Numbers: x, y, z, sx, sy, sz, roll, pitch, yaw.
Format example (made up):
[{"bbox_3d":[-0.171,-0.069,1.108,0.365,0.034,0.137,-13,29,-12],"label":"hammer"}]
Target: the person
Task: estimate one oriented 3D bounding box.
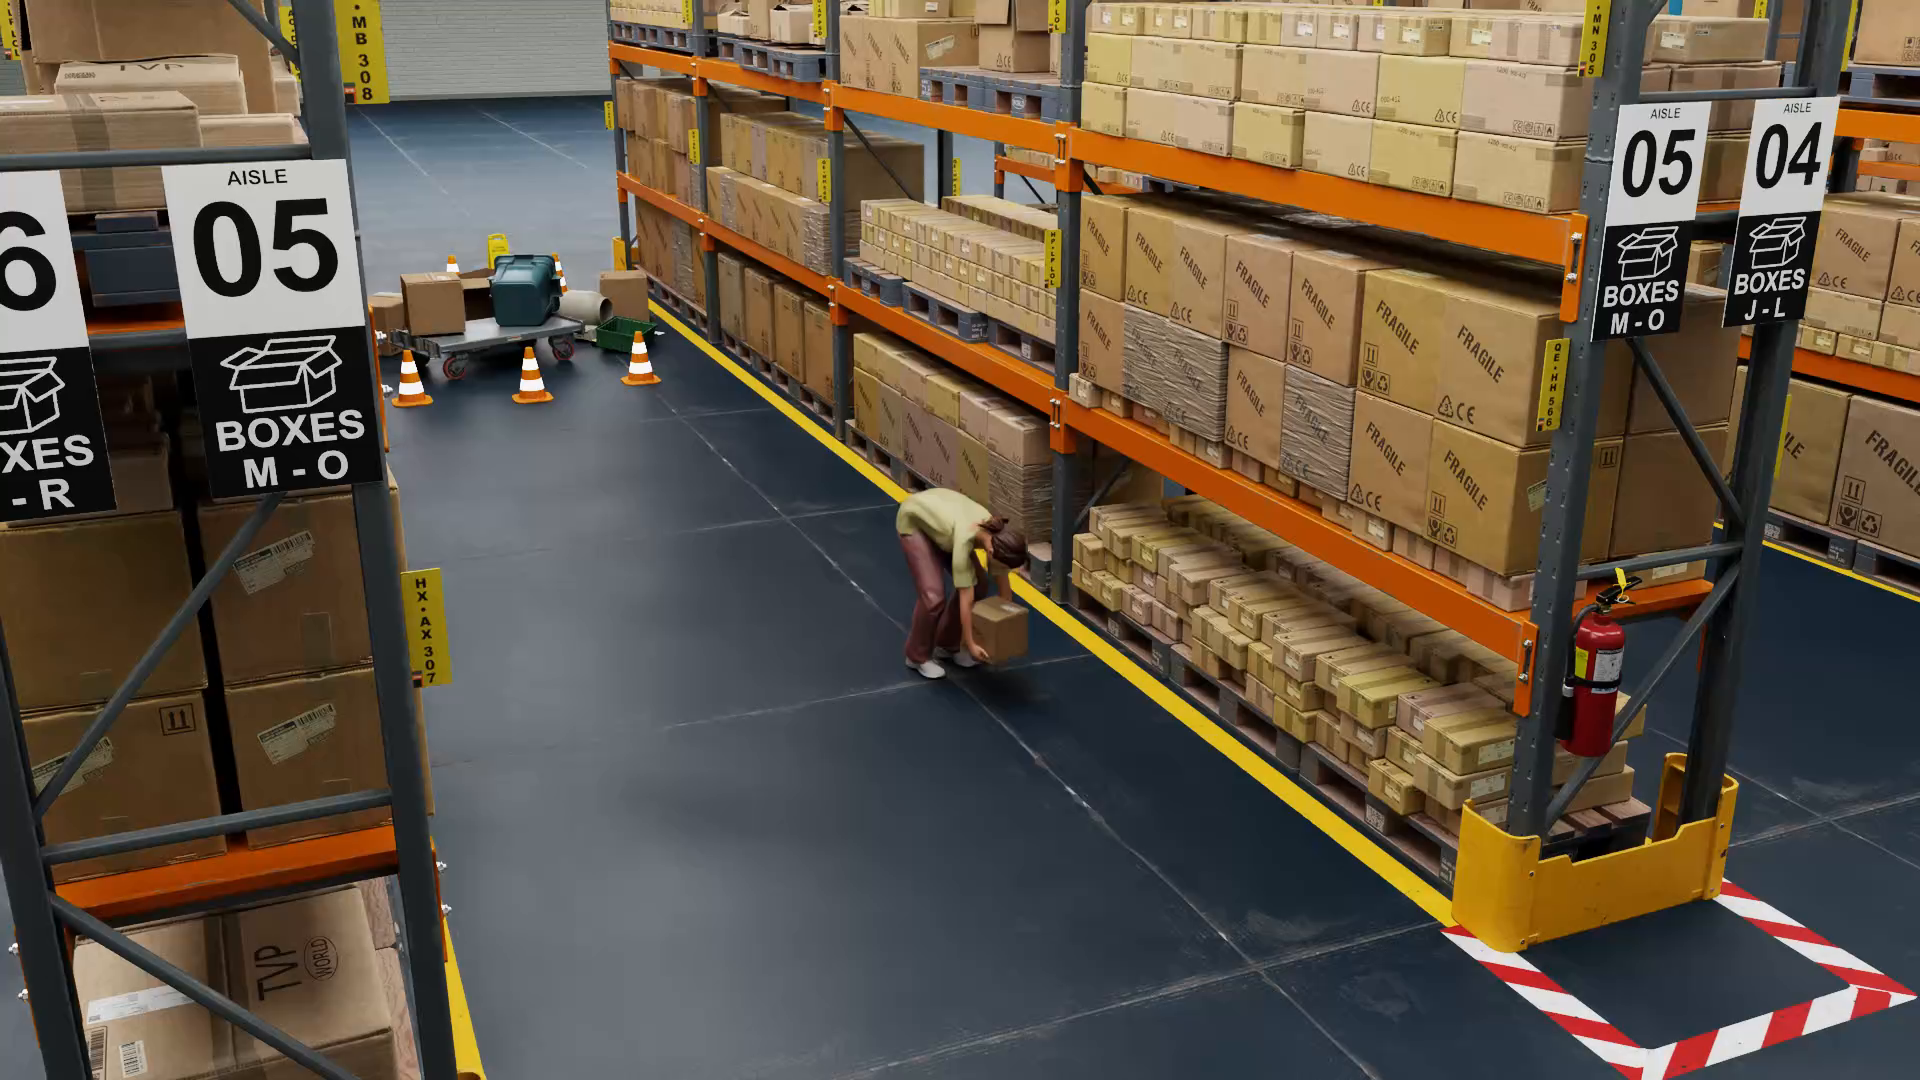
[{"bbox_3d":[0.033,0.264,8.829,0.444,1.006,0.867,-18,26,-42],"label":"person"}]
